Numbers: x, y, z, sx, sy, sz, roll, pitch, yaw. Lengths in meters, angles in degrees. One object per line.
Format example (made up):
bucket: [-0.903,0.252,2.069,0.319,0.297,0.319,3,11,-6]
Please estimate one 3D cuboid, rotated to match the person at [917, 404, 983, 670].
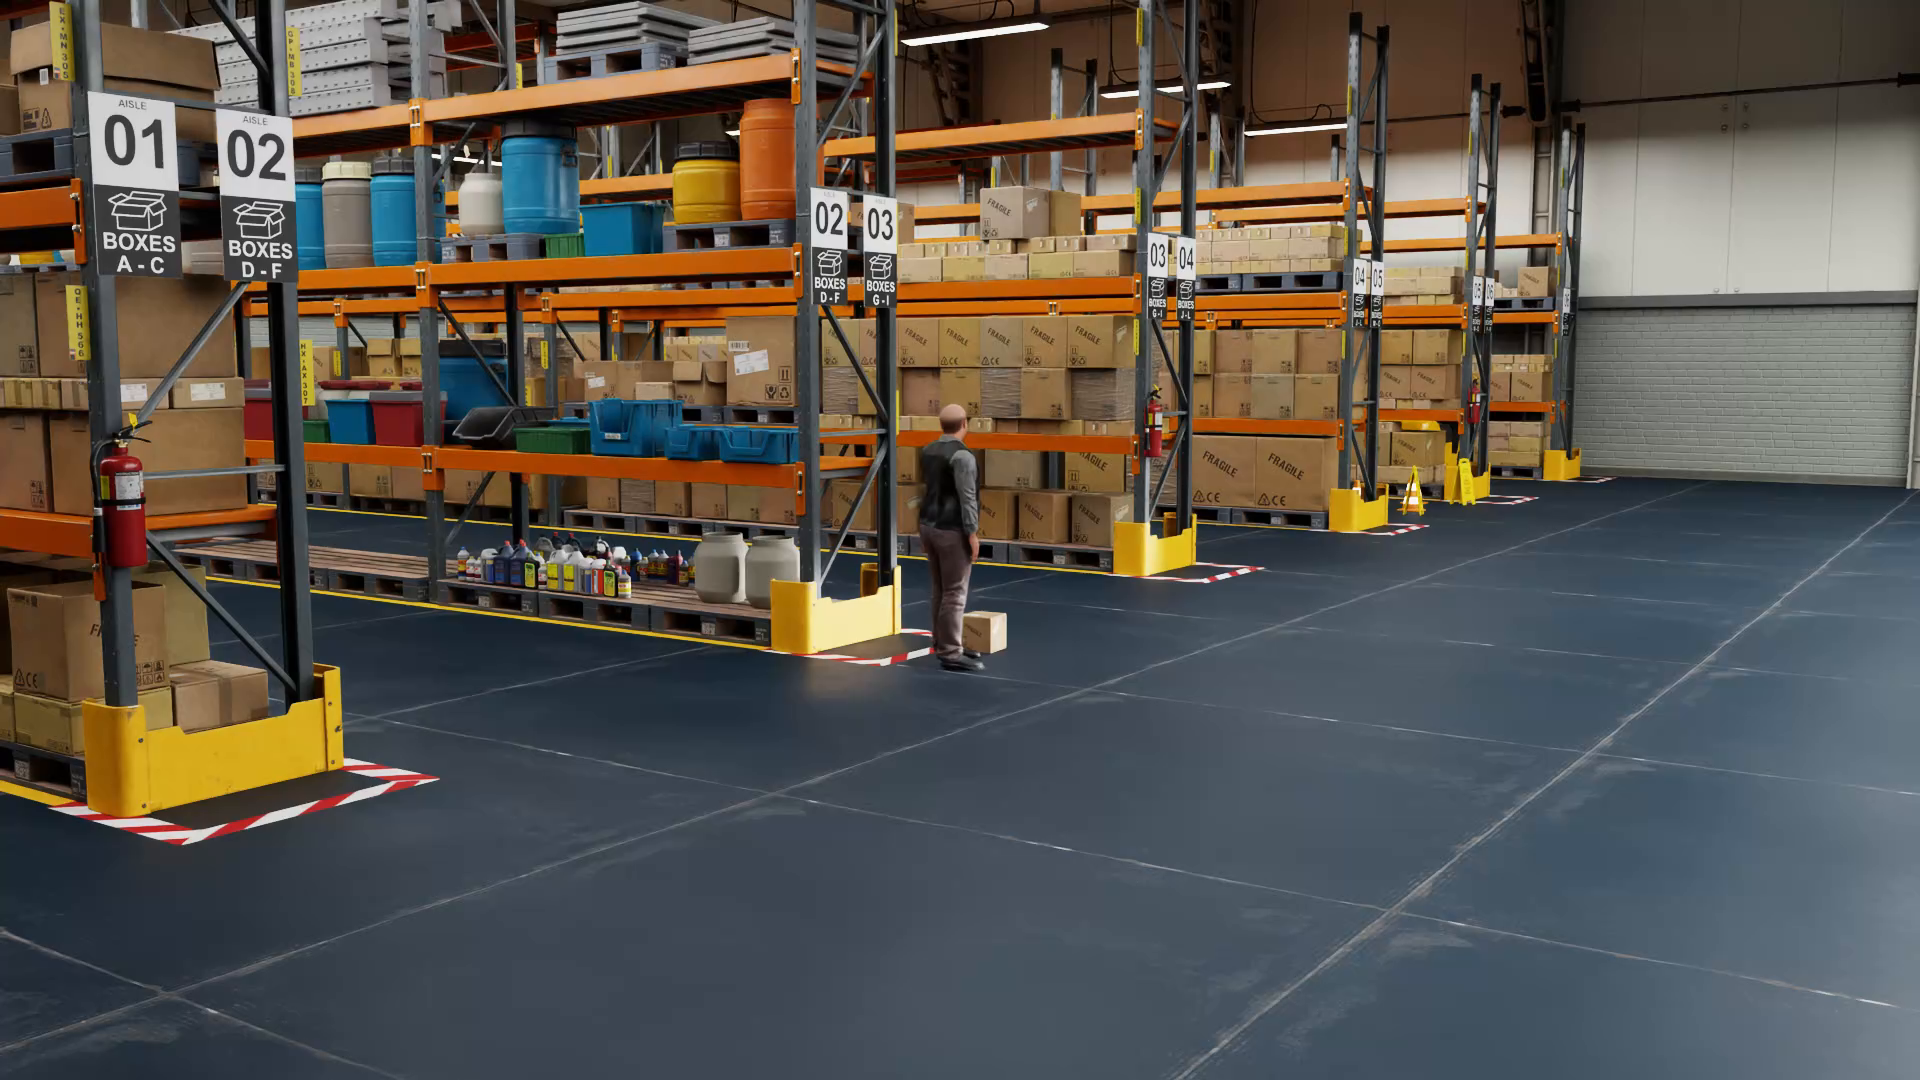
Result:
person: [-0.038,-0.023,11.000,0.428,1.748,0.557,-4,7,-30]
